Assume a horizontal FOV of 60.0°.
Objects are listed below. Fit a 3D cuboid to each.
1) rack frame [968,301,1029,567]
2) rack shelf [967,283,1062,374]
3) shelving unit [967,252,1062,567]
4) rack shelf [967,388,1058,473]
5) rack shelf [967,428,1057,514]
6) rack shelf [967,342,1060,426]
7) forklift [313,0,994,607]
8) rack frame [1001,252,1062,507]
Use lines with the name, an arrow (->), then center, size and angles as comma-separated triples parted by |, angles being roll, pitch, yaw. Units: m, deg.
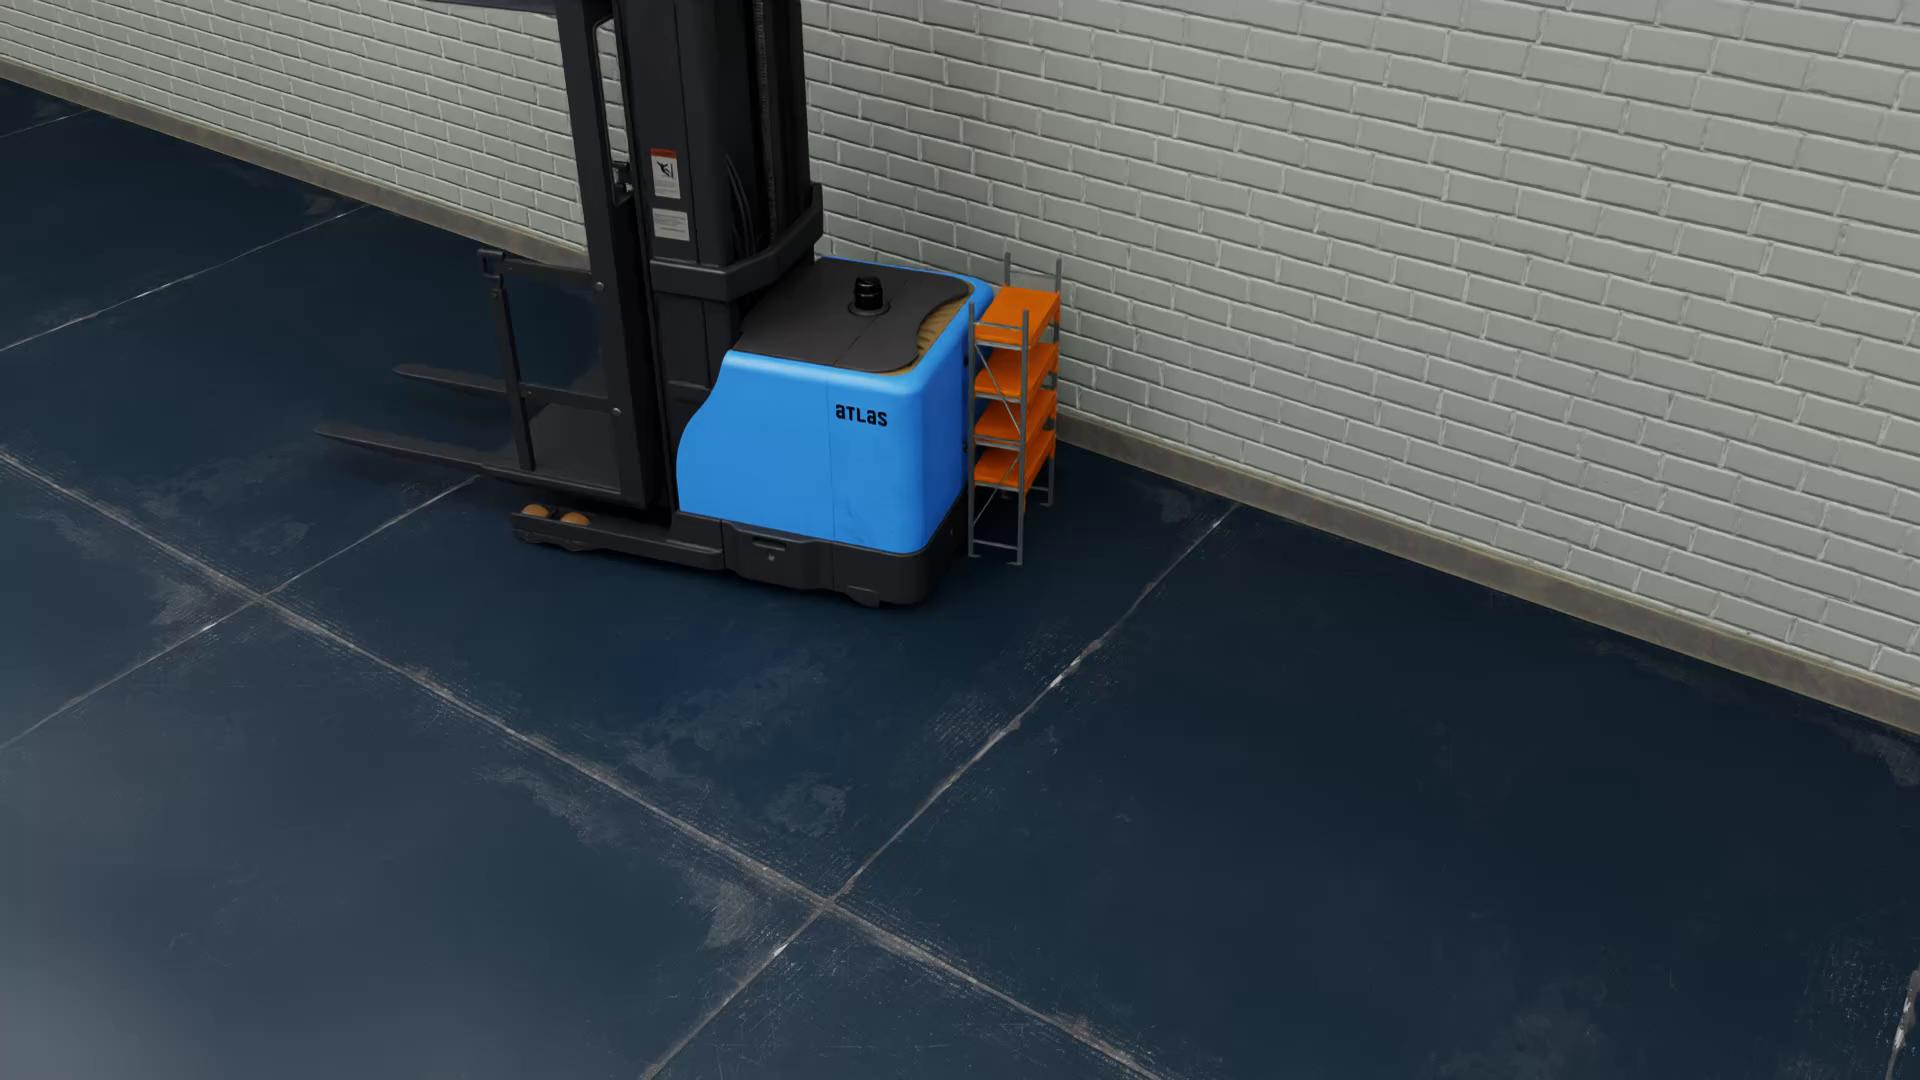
rack frame -> 0.150, -0.409, 6.784 | 0.240, 1.200, 0.015 | 10, 35, 15
rack shelf -> 0.226, -0.864, 6.756 | 0.258, 0.148, 0.480 | 10, 35, 15
shelving unit -> 0.226, -0.539, 6.976 | 0.258, 1.200, 0.503 | 10, 35, 15
rack shelf -> 0.226, -0.483, 7.013 | 0.258, 0.148, 0.480 | 10, 35, 15
rack shelf -> 0.226, -0.319, 7.125 | 0.258, 0.148, 0.480 | 10, 35, 15
rack shelf -> 0.226, -0.668, 6.888 | 0.258, 0.148, 0.480 | 10, 35, 15
forklift -> -1.419, -1.431, 6.750 | 3.031, 2.935, 1.130 | 11, 36, 16
rack frame -> 0.301, -0.669, 7.168 | 0.240, 1.200, 0.015 | 10, 35, 15
